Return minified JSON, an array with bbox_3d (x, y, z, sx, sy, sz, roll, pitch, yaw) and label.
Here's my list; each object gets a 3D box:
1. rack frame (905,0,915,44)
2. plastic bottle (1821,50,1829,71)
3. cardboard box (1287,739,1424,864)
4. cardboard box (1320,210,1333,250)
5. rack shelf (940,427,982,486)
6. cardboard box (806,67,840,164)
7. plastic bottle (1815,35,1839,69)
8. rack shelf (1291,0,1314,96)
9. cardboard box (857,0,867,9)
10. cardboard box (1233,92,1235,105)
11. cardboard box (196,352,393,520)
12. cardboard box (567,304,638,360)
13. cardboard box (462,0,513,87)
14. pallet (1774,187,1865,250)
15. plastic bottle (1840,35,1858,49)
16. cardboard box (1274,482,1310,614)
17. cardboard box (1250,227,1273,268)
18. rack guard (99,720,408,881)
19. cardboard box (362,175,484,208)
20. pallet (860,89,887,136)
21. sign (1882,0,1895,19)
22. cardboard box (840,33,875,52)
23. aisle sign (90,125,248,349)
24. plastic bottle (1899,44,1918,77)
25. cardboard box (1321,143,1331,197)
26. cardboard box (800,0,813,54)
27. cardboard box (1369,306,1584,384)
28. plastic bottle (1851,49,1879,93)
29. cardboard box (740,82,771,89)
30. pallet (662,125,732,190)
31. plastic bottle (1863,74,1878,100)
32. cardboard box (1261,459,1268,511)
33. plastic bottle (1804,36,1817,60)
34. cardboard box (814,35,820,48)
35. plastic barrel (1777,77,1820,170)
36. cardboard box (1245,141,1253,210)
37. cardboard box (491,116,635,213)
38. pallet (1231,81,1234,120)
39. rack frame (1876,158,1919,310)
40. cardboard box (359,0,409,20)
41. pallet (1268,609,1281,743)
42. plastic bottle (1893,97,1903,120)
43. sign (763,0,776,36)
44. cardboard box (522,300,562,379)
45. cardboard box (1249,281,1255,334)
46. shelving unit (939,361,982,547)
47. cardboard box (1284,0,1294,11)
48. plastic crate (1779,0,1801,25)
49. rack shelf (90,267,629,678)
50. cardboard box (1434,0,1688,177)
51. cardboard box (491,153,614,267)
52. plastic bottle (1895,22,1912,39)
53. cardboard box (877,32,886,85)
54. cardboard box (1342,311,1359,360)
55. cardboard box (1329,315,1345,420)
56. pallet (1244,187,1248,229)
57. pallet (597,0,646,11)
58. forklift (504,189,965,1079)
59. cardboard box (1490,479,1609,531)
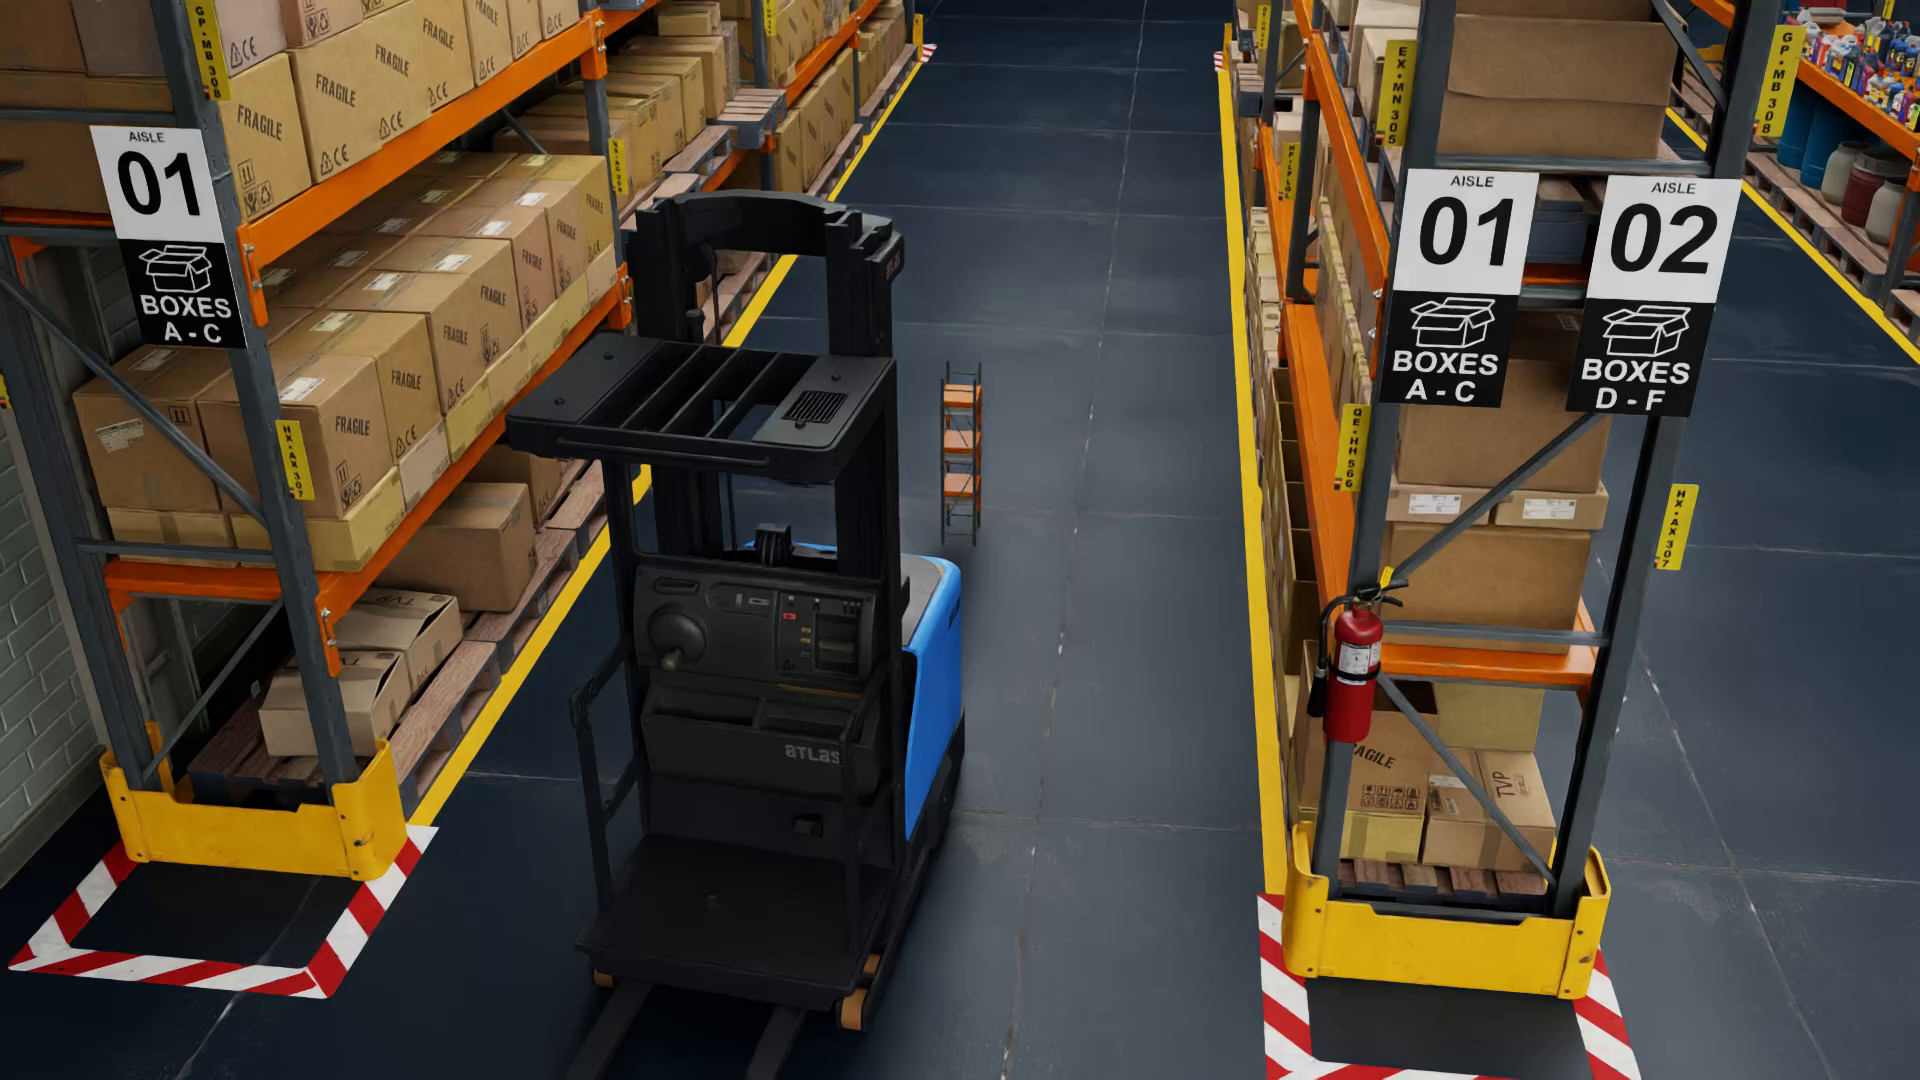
[{"bbox_3d":[-1.071,-7.480,20.471,1.000,3.000,0.127,3,28,6],"label":"rack frame"},{"bbox_3d":[7.681,-4.249,14.684,0.097,0.201,0.097,0,28,0],"label":"plastic bottle"},{"bbox_3d":[1.658,1.094,7.013,0.500,0.250,0.500,3,28,6],"label":"cardboard box"},{"bbox_3d":[2.120,-1.641,8.844,0.380,0.149,0.250,4,29,7],"label":"cardboard box"},{"bbox_3d":[0.007,-0.478,9.553,0.215,0.259,0.240,3,28,6],"label":"rack shelf"},{"bbox_3d":[-1.618,-4.103,16.028,0.750,0.750,0.750,4,29,8],"label":"cardboard box"},{"bbox_3d":[7.723,-4.335,14.765,0.152,0.276,0.135,3,28,6],"label":"plastic bottle"},{"bbox_3d":[2.620,-3.490,10.662,1.077,0.370,4.000,3,28,6],"label":"rack shelf"},{"bbox_3d":[-1.479,-5.983,17.377,0.980,0.700,0.700,4,29,7],"label":"cardboard box"},{"bbox_3d":[3.130,-4.714,17.879,0.380,0.149,0.250,3,28,6],"label":"cardboard box"},{"bbox_3d":[-2.675,-0.428,6.729,0.500,0.500,0.500,3,28,6],"label":"cardboard box"},{"bbox_3d":[-2.468,-1.272,11.120,0.700,0.500,0.500,4,29,8],"label":"cardboard box"},{"bbox_3d":[-2.463,-2.452,7.850,0.500,0.500,0.500,2,28,4],"label":"cardboard box"},{"bbox_3d":[7.988,-2.857,14.830,1.003,0.211,1.213,3,28,6],"label":"pallet"},{"bbox_3d":[7.874,-4.326,14.748,0.152,0.276,0.135,3,28,6],"label":"plastic bottle"},{"bbox_3d":[1.826,0.057,8.148,0.500,0.500,0.500,3,28,6],"label":"cardboard box"},{"bbox_3d":[2.454,-2.172,12.484,0.500,0.311,0.500,3,28,5],"label":"cardboard box"},{"bbox_3d":[-3.022,1.116,7.151,1.175,0.500,0.348,3,28,6],"label":"rack guard"},{"bbox_3d":[-2.874,-1.652,9.000,0.500,0.500,0.500,3,28,6],"label":"cardboard box"},{"bbox_3d":[-1.391,-4.723,18.294,1.003,0.211,1.213,3,28,6],"label":"pallet"},{"bbox_3d":[8.817,-5.110,15.781,0.100,0.325,0.005,3,28,6],"label":"sign"},{"bbox_3d":[-1.145,-5.464,18.237,0.380,0.149,0.250,4,29,8],"label":"cardboard box"},{"bbox_3d":[-2.743,-1.041,5.780,0.394,0.787,0.004,3,28,6],"label":"aisle sign"},{"bbox_3d":[8.266,-4.177,14.476,0.097,0.271,0.097,0,28,0],"label":"plastic bottle"},{"bbox_3d":[2.550,-2.198,10.561,0.500,0.500,0.500,5,29,10],"label":"cardboard box"},{"bbox_3d":[-1.603,-4.591,14.669,0.500,0.500,0.500,3,28,6],"label":"cardboard box"},{"bbox_3d":[2.021,-0.769,6.542,0.700,0.500,0.500,3,28,5],"label":"cardboard box"},{"bbox_3d":[7.608,-3.942,13.957,0.144,0.351,0.185,3,28,6],"label":"plastic bottle"},{"bbox_3d":[-1.781,-3.754,13.799,0.380,0.149,0.250,3,28,5],"label":"cardboard box"},{"bbox_3d":[-2.253,-2.695,11.793,1.003,0.211,1.213,3,28,6],"label":"pallet"},{"bbox_3d":[7.551,-3.749,13.755,0.097,0.201,0.097,0,28,0],"label":"plastic bottle"},{"bbox_3d":[2.017,-0.319,9.635,0.500,0.250,0.500,3,28,6],"label":"cardboard box"},{"bbox_3d":[7.738,-4.467,15.088,0.097,0.201,0.097,0,28,0],"label":"plastic bottle"},{"bbox_3d":[-1.521,-4.724,15.600,0.380,0.149,0.250,3,28,5],"label":"cardboard box"},{"bbox_3d":[8.187,-4.027,15.832,0.600,0.901,0.708,3,28,6],"label":"plastic barrel"},{"bbox_3d":[2.811,-3.219,14.733,0.500,0.500,0.500,2,28,4],"label":"cardboard box"},{"bbox_3d":[-2.445,-2.306,10.299,0.700,0.500,0.500,3,29,6],"label":"cardboard box"},{"bbox_3d":[3.588,-4.982,18.775,1.003,0.211,1.213,3,28,6],"label":"pallet"},{"bbox_3d":[7.781,-3.138,12.413,1.000,3.000,0.127,3,28,6],"label":"rack frame"},{"bbox_3d":[-2.580,-2.404,6.707,0.500,0.500,0.500,4,29,8],"label":"cardboard box"},{"bbox_3d":[2.089,0.630,8.357,1.003,0.211,1.213,3,28,6],"label":"pallet"},{"bbox_3d":[7.468,-3.428,13.160,0.097,0.201,0.097,0,28,0],"label":"plastic bottle"},{"bbox_3d":[-1.512,-4.162,13.175,0.100,0.325,0.005,3,28,6],"label":"sign"},{"bbox_3d":[-2.414,-1.062,8.695,0.500,0.250,0.500,3,28,6],"label":"cardboard box"},{"bbox_3d":[2.391,-1.691,12.183,0.500,0.250,0.500,3,28,5],"label":"cardboard box"},{"bbox_3d":[0.007,-0.487,9.548,0.215,1.050,0.252,3,28,6],"label":"shelving unit"},{"bbox_3d":[3.132,-4.379,14.168,0.700,0.500,0.500,9,30,16],"label":"cardboard box"},{"bbox_3d":[7.990,-5.280,16.342,0.392,0.384,0.575,3,28,6],"label":"plastic crate"},{"bbox_3d":[-2.787,-0.573,8.409,1.077,0.370,4.000,3,28,6],"label":"rack shelf"},{"bbox_3d":[1.960,-1.545,5.593,0.797,0.503,0.637,5,29,10],"label":"cardboard box"},{"bbox_3d":[-2.293,-1.864,9.393,0.500,0.500,0.500,3,28,6],"label":"cardboard box"},{"bbox_3d":[8.461,-4.461,14.919,0.144,0.351,0.185,3,28,6],"label":"plastic bottle"},{"bbox_3d":[-1.238,-5.505,18.999,0.700,0.500,0.500,4,29,7],"label":"cardboard box"},{"bbox_3d":[1.931,-0.913,7.493,0.380,0.149,0.250,3,28,5],"label":"cardboard box"},{"bbox_3d":[2.204,-0.895,8.144,0.700,0.500,0.500,4,29,7],"label":"cardboard box"},{"bbox_3d":[3.146,-3.122,15.323,1.003,0.211,1.213,3,28,6],"label":"pallet"},{"bbox_3d":[-2.360,-3.353,9.847,1.213,0.211,1.003,3,28,6],"label":"pallet"},{"bbox_3d":[-0.812,0.369,5.975,1.130,2.935,3.031,6,29,11],"label":"forklift"},{"bbox_3d":[2.147,-0.164,6.102,0.380,0.149,0.250,3,28,6],"label":"cardboard box"}]
